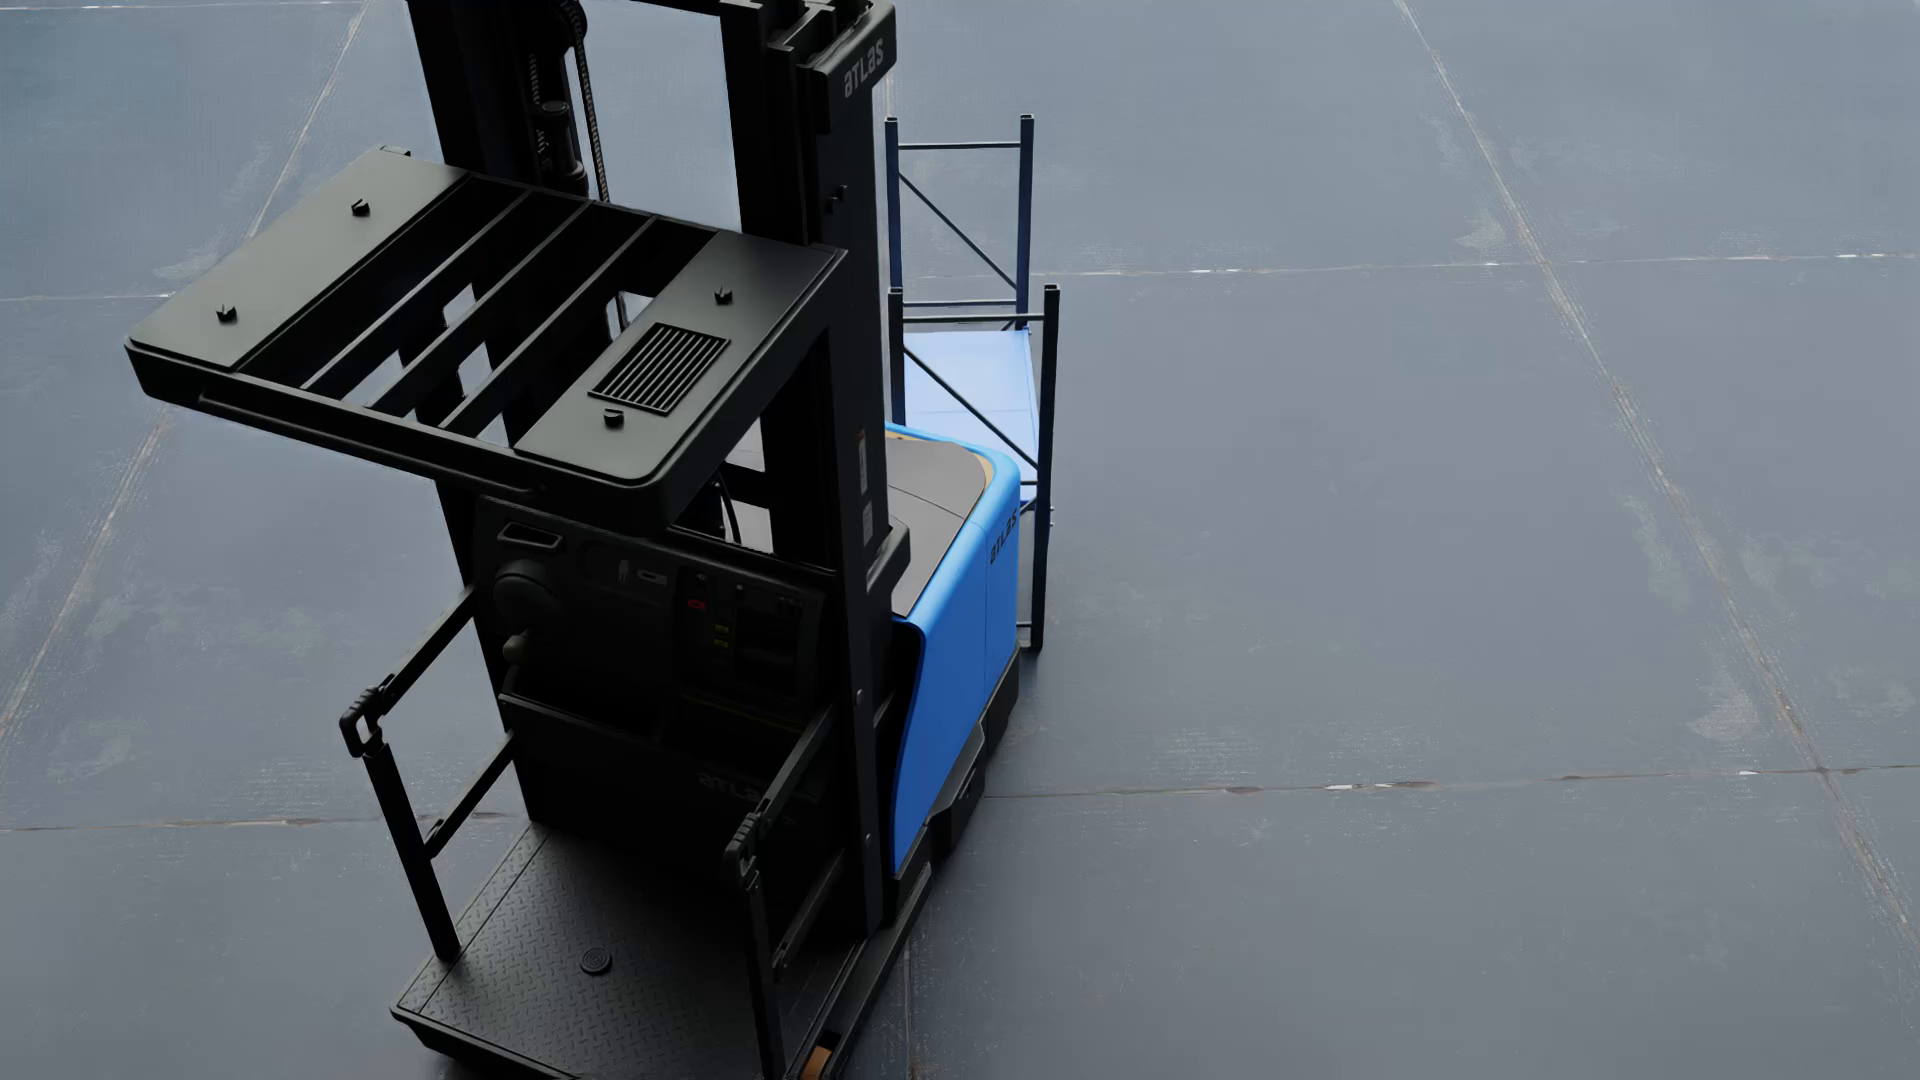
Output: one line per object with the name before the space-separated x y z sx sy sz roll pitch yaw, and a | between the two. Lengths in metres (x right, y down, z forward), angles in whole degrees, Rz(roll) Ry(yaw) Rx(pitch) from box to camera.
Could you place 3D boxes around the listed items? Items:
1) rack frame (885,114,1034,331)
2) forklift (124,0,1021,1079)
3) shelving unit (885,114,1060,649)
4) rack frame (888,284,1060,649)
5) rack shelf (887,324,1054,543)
rack frame | -0.002 -0.863 6.081 0.500 1.500 0.032 -2 43 -2
forklift | -0.828 0.258 3.799 1.130 2.935 3.031 15 45 16
shelving unit | 0.019 -0.520 5.707 0.538 1.500 1.048 -2 43 -2
rack frame | 0.040 -0.177 5.333 0.500 1.500 0.032 -2 43 -2
rack shelf | 0.019 -0.387 5.829 0.538 0.185 1.000 -2 43 -2
